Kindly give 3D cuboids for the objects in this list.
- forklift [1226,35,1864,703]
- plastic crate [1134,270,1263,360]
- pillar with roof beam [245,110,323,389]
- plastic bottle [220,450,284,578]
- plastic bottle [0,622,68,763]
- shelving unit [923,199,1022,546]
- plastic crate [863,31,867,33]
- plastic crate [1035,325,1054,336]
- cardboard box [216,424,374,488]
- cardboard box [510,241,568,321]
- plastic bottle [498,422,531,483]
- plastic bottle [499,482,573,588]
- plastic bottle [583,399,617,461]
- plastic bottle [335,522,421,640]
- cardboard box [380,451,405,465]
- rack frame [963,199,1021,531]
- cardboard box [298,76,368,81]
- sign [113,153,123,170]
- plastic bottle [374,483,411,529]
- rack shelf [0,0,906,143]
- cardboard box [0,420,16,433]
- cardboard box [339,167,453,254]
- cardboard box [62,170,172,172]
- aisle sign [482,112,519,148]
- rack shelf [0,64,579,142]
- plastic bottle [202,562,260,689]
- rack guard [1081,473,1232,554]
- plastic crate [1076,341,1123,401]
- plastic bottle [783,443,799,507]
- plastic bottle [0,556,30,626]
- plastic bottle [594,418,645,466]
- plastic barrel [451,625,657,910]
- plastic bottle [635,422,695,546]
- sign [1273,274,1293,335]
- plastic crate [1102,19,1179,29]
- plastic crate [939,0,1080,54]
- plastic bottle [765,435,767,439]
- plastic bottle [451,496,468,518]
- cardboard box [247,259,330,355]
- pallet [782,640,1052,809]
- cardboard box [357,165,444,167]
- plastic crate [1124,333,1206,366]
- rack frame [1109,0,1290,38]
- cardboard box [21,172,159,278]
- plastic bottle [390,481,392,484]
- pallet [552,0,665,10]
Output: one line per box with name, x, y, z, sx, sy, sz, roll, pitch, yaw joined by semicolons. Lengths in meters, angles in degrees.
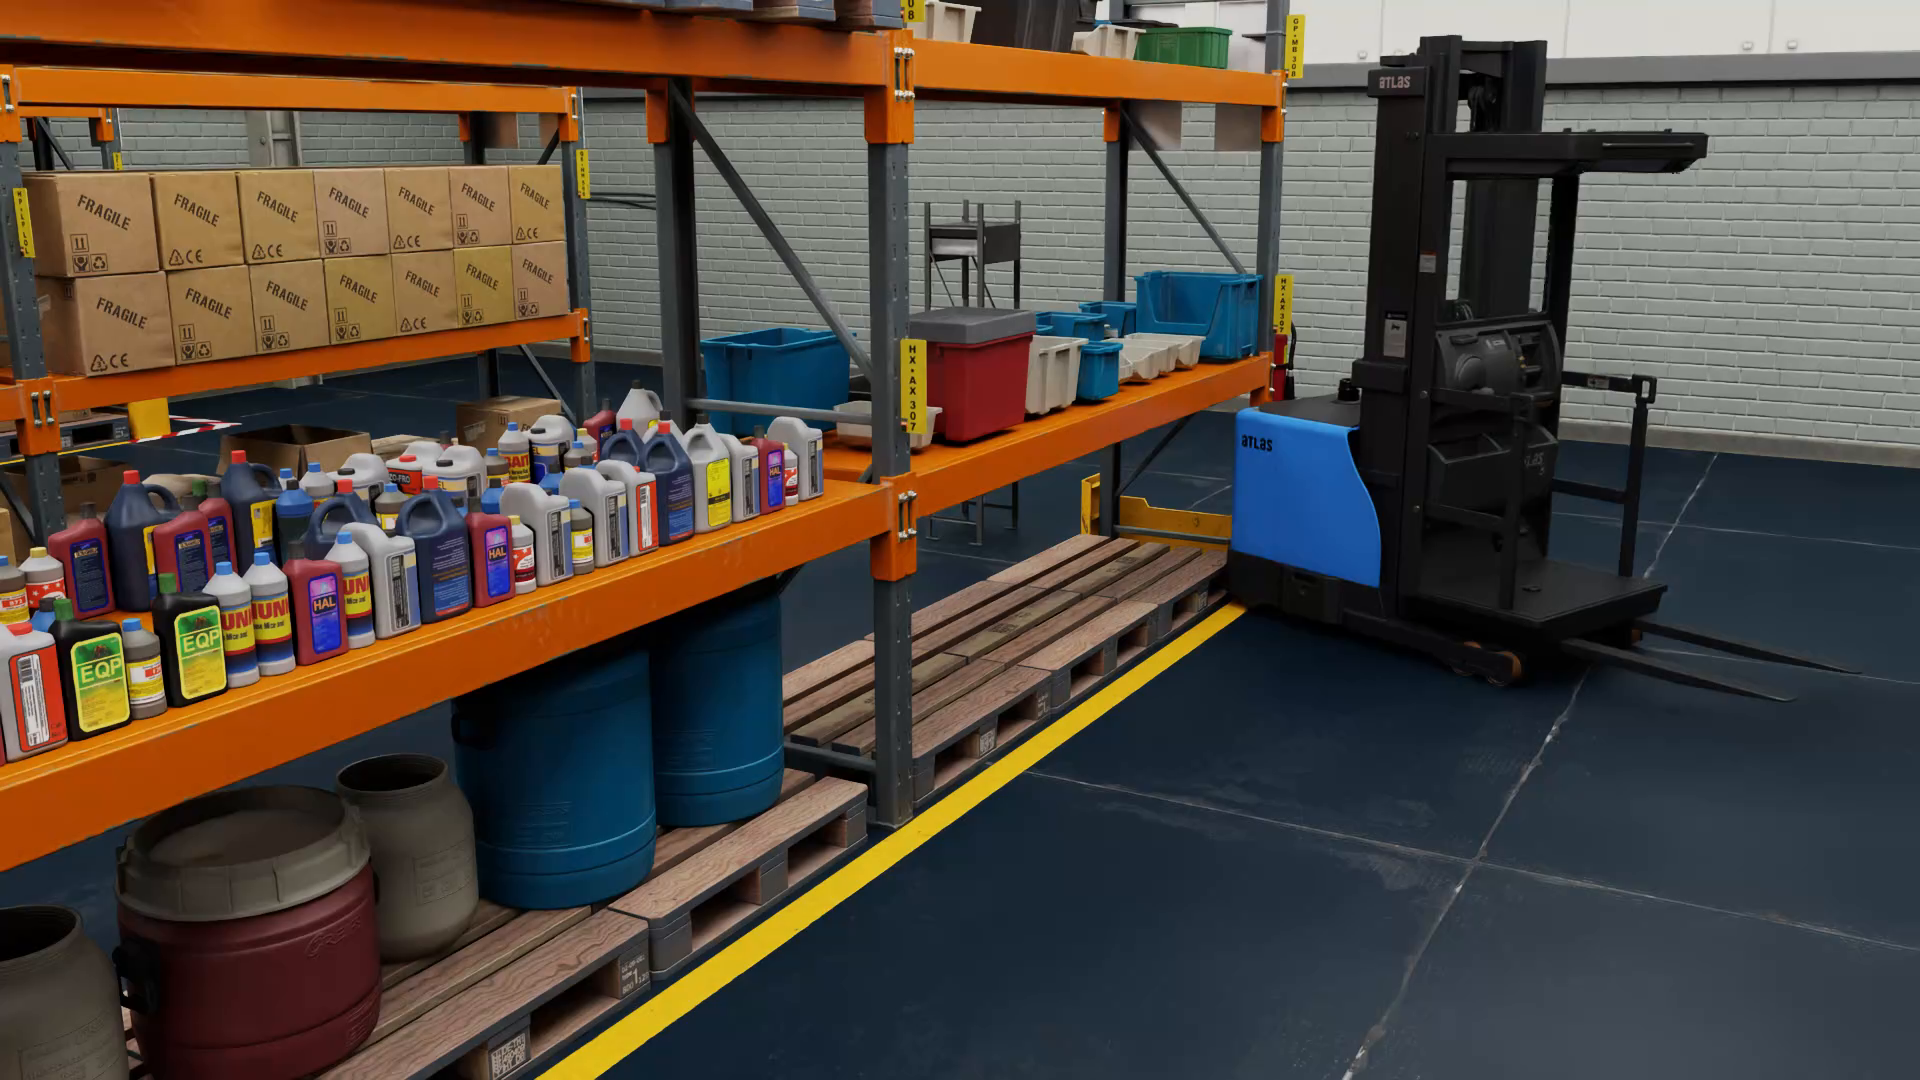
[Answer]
forklift;2.746;-0.874;7.906;1.130;2.935;3.031;-10;17;-36
plastic crate;1.295;-1.235;9.053;0.616;0.435;0.499;7;15;28
pillar with roof beam;-3.063;-5.482;14.071;9.100;9.000;0.400;7;15;28
plastic bottle;-1.932;-0.072;4.539;0.144;0.351;0.185;7;15;28
plastic bottle;-1.859;0.276;3.254;0.152;0.276;0.135;7;15;28
shelving unit;0.080;-1.055;10.428;0.431;2.100;0.503;7;15;28
plastic crate;-0.480;-2.058;6.626;0.416;0.233;0.300;7;15;28
plastic crate;0.249;-0.943;8.274;0.416;0.233;0.300;7;15;28
cardboard box;-4.071;-0.406;10.207;0.797;0.503;0.637;7;15;28
cardboard box;-3.020;-1.767;11.248;0.500;0.500;0.500;8;16;30
plastic bottle;-1.455;-0.248;5.436;0.097;0.271;0.097;0;14;0
plastic bottle;-1.146;-0.027;4.509;0.152;0.276;0.135;7;15;28
plastic bottle;-1.256;-0.347;5.822;0.061;0.283;0.133;7;15;28
plastic bottle;-1.412;0.086;4.040;0.152;0.276;0.135;7;15;28
cardboard box;-3.574;-0.387;10.666;0.500;0.250;0.500;7;15;28
rack frame;0.198;-1.105;10.636;0.400;2.100;0.015;7;15;28
cardboard box;-3.796;-2.785;9.603;0.500;0.250;0.500;7;15;28
sign;-6.911;-3.015;13.663;0.100;0.325;0.005;7;15;28
plastic bottle;-1.639;-0.062;4.814;0.097;0.201;0.097;0;14;0
rack shelf;-1.607;-1.156;4.064;1.077;0.370;4.000;7;15;28
cardboard box;-7.872;-1.132;13.268;0.700;0.500;0.500;7;15;28
cardboard box;-3.506;-2.042;10.258;0.500;0.500;0.500;8;16;30
cardboard box;-4.712;-1.793;9.225;0.500;0.500;0.500;7;15;27
aisle sign;-3.265;-3.152;11.660;0.394;0.787;0.004;7;15;28
rack shelf;-4.008;-2.539;9.799;1.077;0.370;4.000;7;15;28
plastic bottle;-1.602;0.183;3.650;0.097;0.271;0.097;0;14;0
rack guard;1.293;-0.070;9.757;1.175;0.500;0.348;7;15;28
plastic crate;0.525;-0.776;7.582;0.416;0.233;0.300;7;15;28
plastic bottle;-0.580;-0.217;5.458;0.097;0.201;0.097;0;14;0
plastic bottle;-2.287;0.139;3.980;0.097;0.201;0.097;0;14;0
plastic bottle;-1.014;-0.187;5.013;0.144;0.351;0.185;7;15;28
plastic barrel;-1.261;0.613;5.172;0.600;0.901;0.708;7;15;28
plastic bottle;-0.888;-0.170;4.946;0.144;0.351;0.185;7;15;28
sign;1.782;-1.299;9.173;0.100;0.325;0.005;7;15;28
plastic crate;0.863;-2.626;8.904;0.497;0.269;0.590;7;15;28
plastic crate;0.200;-2.076;6.625;0.497;0.269;0.590;7;15;28
plastic bottle;-0.666;-0.254;5.612;0.097;0.201;0.097;0;14;0
plastic bottle;-1.296;0.023;4.313;0.097;0.271;0.097;0;14;0
cardboard box;-4.001;-1.350;9.520;0.500;0.500;0.500;7;15;28
pallet;-0.319;0.742;7.004;1.003;0.211;1.213;7;15;28
cardboard box;-3.733;-2.206;10.937;0.500;0.500;0.500;8;15;29
plastic crate;1.057;-0.992;8.682;0.396;0.136;0.243;7;15;28
rack frame;1.293;-4.195;8.734;1.000;3.000;0.127;7;15;28
cardboard box;-4.501;-1.619;8.504;0.500;0.500;0.500;8;16;29
plastic bottle;-1.726;-0.099;4.968;0.097;0.201;0.097;0;14;0
pallet;-1.480;-1.420;4.024;1.003;0.211;1.213;7;15;28
